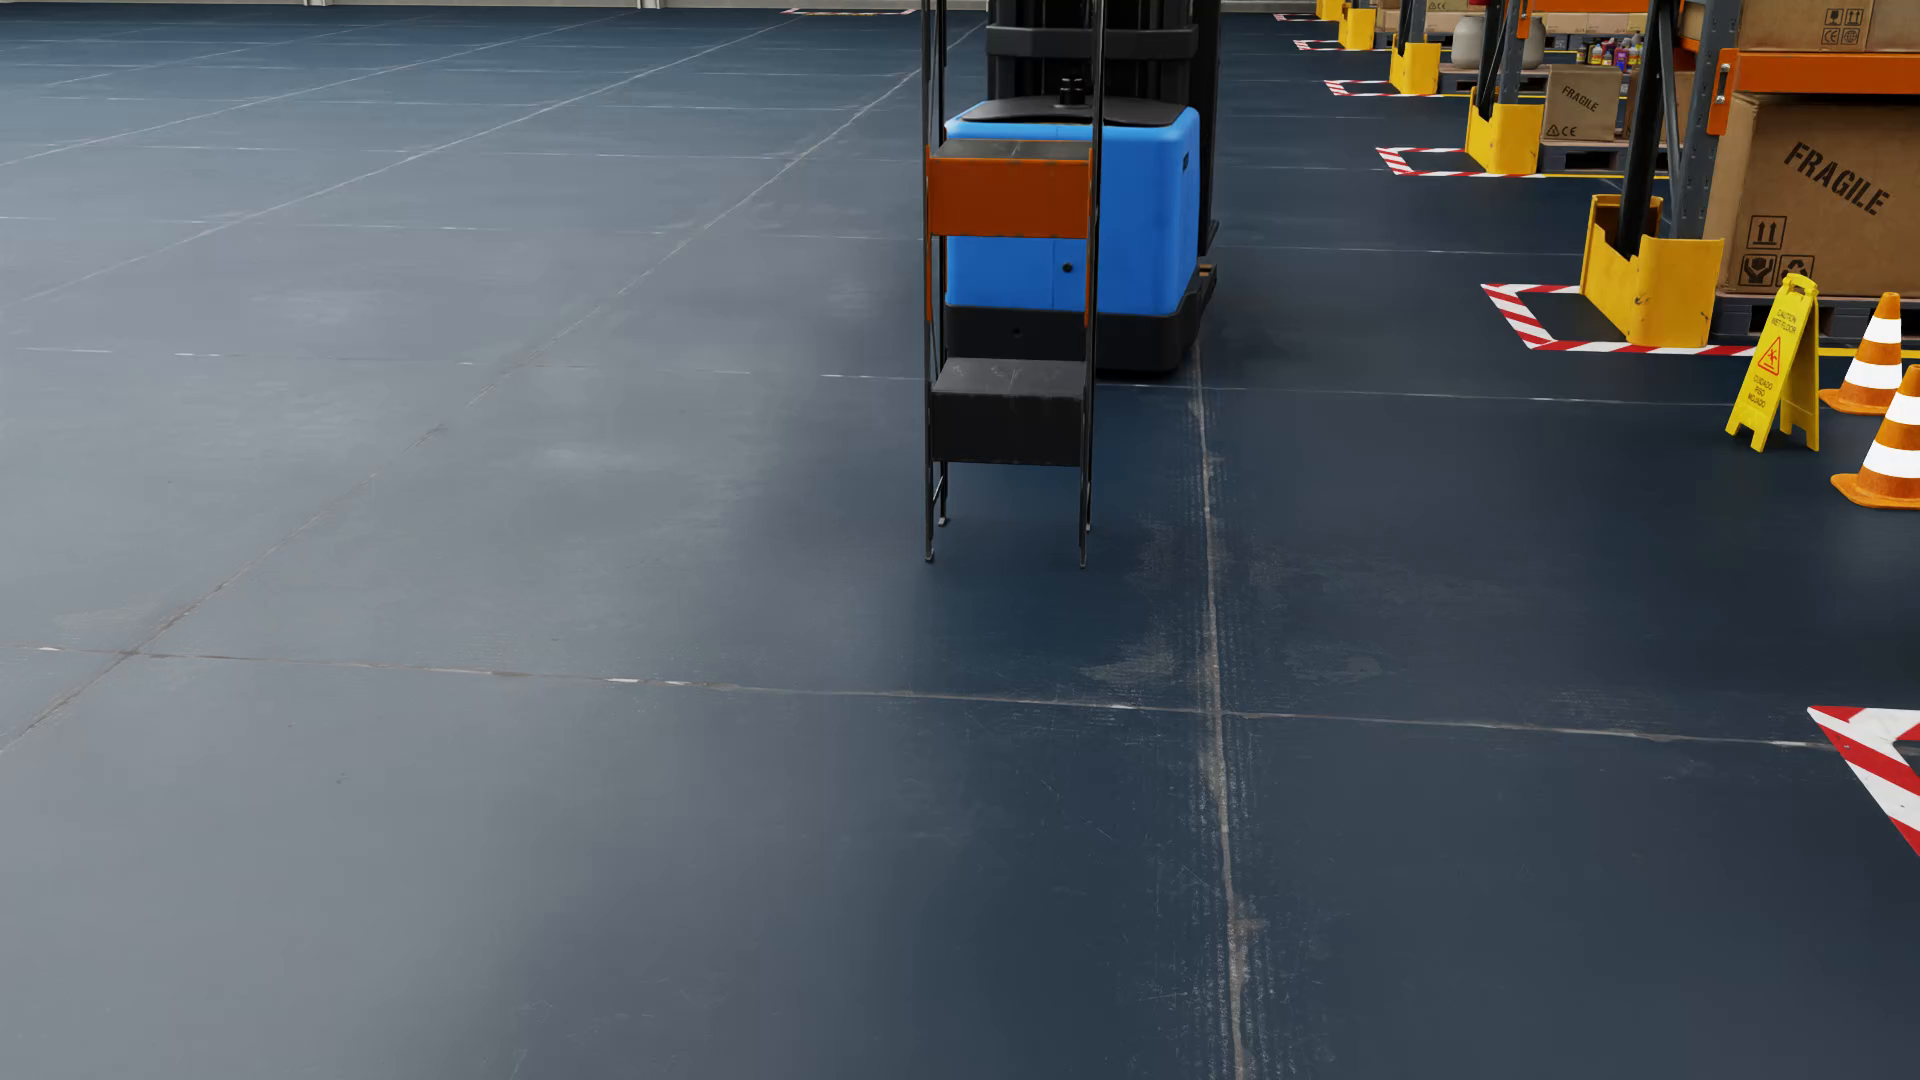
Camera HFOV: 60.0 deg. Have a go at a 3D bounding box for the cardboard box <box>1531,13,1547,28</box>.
[{"bbox_3d":[7.233,-6.666,21.391,0.500,0.250,0.500,2,22,6],"label":"cardboard box"}]

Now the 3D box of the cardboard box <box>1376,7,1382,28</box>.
[{"bbox_3d":[5.805,-6.921,22.035,0.500,0.250,0.500,2,22,6],"label":"cardboard box"}]

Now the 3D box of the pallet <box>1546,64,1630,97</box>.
[{"bbox_3d":[6.746,-4.738,17.137,1.213,0.211,1.003,2,22,6],"label":"pallet"}]

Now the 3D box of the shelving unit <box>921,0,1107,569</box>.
[{"bbox_3d":[0.164,-0.969,5.036,0.503,2.100,0.431,2,22,6],"label":"shelving unit"}]

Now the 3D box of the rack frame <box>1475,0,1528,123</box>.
[{"bbox_3d":[4.068,-4.303,12.244,0.127,3.000,1.000,2,22,6],"label":"rack frame"}]

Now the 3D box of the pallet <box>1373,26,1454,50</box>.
[{"bbox_3d":[6.002,-6.605,21.860,1.213,0.211,1.003,2,22,6],"label":"pallet"}]

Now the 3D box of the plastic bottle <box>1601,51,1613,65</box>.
[{"bbox_3d":[6.517,-4.818,16.754,0.097,0.201,0.097,0,22,0],"label":"plastic bottle"}]

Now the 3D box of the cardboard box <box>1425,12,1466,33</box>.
[{"bbox_3d":[6.241,-6.712,21.505,0.500,0.250,0.500,2,22,6],"label":"cardboard box"}]

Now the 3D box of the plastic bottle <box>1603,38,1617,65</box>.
[{"bbox_3d":[6.761,-5.074,17.290,0.133,0.283,0.061,2,22,6],"label":"plastic bottle"}]

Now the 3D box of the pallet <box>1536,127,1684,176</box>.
[{"bbox_3d":[4.946,-2.955,12.627,1.213,0.211,1.003,2,22,6],"label":"pallet"}]

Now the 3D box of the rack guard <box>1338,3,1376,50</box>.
[{"bbox_3d":[5.214,-6.758,21.855,0.348,0.500,1.175,2,22,6],"label":"rack guard"}]

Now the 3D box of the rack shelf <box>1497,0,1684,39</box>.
[{"bbox_3d":[6.054,-3.882,12.158,4.000,0.370,1.077,2,22,6],"label":"rack shelf"}]

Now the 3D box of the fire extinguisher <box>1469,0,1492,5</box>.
[{"bbox_3d":[4.008,-4.440,12.697,0.183,0.674,0.296,2,22,6],"label":"fire extinguisher"}]

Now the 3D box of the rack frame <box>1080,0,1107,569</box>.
[{"bbox_3d":[0.407,-0.959,5.009,0.015,2.100,0.400,2,22,6],"label":"rack frame"}]

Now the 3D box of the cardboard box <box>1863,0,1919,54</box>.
[{"bbox_3d":[4.306,-2.551,7.609,0.550,0.550,0.875,2,22,6],"label":"cardboard box"}]

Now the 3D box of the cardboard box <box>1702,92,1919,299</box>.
[{"bbox_3d":[4.065,-1.699,7.975,0.875,0.875,0.875,3,22,7],"label":"cardboard box"}]

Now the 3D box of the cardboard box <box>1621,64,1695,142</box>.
[{"bbox_3d":[5.284,-3.289,12.509,0.500,0.500,0.500,8,23,20],"label":"cardboard box"}]

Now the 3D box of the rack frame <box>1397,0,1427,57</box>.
[{"bbox_3d":[4.651,-6.111,16.818,0.127,3.000,1.000,2,22,6],"label":"rack frame"}]

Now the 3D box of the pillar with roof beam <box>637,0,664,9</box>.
[{"bbox_3d":[-5.810,-11.751,22.924,0.400,9.000,9.100,2,22,6],"label":"pillar with roof beam"}]

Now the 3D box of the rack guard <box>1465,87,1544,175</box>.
[{"bbox_3d":[4.143,-3.137,12.696,0.348,0.500,1.175,2,22,6],"label":"rack guard"}]

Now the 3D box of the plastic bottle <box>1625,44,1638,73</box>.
[{"bbox_3d":[6.755,-4.840,16.715,0.097,0.271,0.097,0,22,0],"label":"plastic bottle"}]

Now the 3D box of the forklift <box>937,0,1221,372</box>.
[{"bbox_3d":[0.726,-2.586,7.995,1.130,2.935,3.031,5,22,12],"label":"forklift"}]

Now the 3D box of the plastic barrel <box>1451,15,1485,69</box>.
[{"bbox_3d":[5.313,-5.149,17.197,0.421,0.512,0.421,0,22,0],"label":"plastic barrel"}]

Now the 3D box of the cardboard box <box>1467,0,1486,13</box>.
[{"bbox_3d":[6.739,-7.043,21.323,0.500,0.500,0.500,2,22,6],"label":"cardboard box"}]

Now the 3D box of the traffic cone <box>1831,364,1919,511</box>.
[{"bbox_3d":[3.273,-0.378,5.765,0.334,0.463,0.336,2,22,6],"label":"traffic cone"}]

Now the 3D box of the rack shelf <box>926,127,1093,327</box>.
[{"bbox_3d":[0.164,-0.957,5.041,0.480,0.518,0.431,2,22,6],"label":"rack shelf"}]

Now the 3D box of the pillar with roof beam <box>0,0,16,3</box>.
[{"bbox_3d":[-17.726,-12.271,24.238,0.400,9.000,9.100,2,22,6],"label":"pillar with roof beam"}]

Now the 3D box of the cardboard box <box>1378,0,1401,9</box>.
[{"bbox_3d":[5.805,-7.271,21.899,0.500,0.500,0.500,2,22,6],"label":"cardboard box"}]

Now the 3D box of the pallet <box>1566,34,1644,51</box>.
[{"bbox_3d":[8.425,-6.500,21.593,1.213,0.211,1.003,2,22,6],"label":"pallet"}]

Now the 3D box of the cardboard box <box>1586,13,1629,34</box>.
[{"bbox_3d":[8.228,-6.629,21.296,0.500,0.250,0.500,2,22,6],"label":"cardboard box"}]

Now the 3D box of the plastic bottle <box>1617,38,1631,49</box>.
[{"bbox_3d":[6.911,-5.103,17.374,0.135,0.276,0.152,2,22,5],"label":"plastic bottle"}]

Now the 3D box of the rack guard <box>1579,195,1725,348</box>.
[{"bbox_3d":[3.360,-1.335,8.137,0.348,0.500,1.175,2,22,6],"label":"rack guard"}]

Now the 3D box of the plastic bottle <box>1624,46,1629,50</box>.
[{"bbox_3d":[6.915,-5.022,17.271,0.097,0.201,0.097,0,22,0],"label":"plastic bottle"}]

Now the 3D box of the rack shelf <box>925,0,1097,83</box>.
[{"bbox_3d":[0.164,-1.608,4.783,0.480,0.518,0.431,2,22,6],"label":"rack shelf"}]

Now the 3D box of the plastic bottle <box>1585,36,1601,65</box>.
[{"bbox_3d":[6.644,-5.135,17.445,0.133,0.283,0.061,3,22,8],"label":"plastic bottle"}]
